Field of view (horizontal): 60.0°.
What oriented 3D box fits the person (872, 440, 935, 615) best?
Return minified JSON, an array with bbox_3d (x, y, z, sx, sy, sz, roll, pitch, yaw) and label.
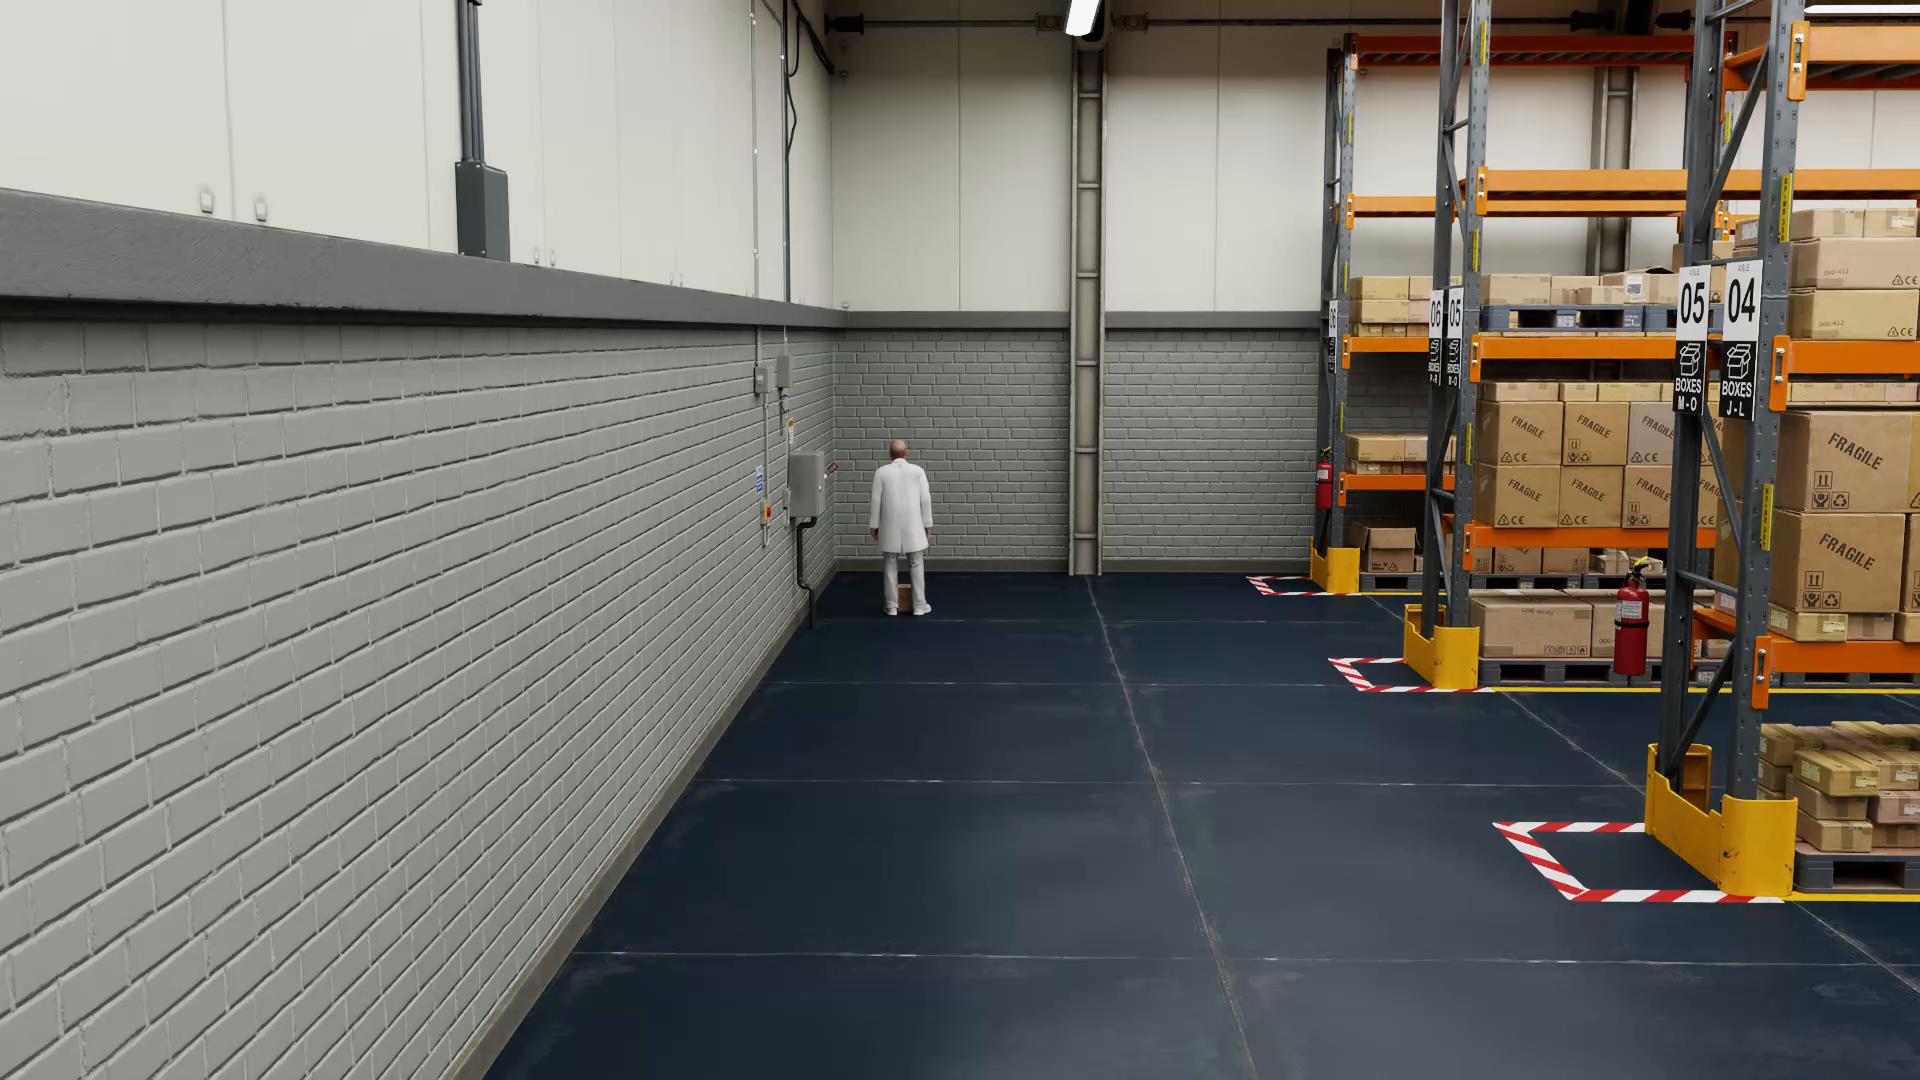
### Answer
[{"bbox_3d":[-0.573,-0.128,16.855,0.644,1.774,0.427,0,7,2],"label":"person"}]
